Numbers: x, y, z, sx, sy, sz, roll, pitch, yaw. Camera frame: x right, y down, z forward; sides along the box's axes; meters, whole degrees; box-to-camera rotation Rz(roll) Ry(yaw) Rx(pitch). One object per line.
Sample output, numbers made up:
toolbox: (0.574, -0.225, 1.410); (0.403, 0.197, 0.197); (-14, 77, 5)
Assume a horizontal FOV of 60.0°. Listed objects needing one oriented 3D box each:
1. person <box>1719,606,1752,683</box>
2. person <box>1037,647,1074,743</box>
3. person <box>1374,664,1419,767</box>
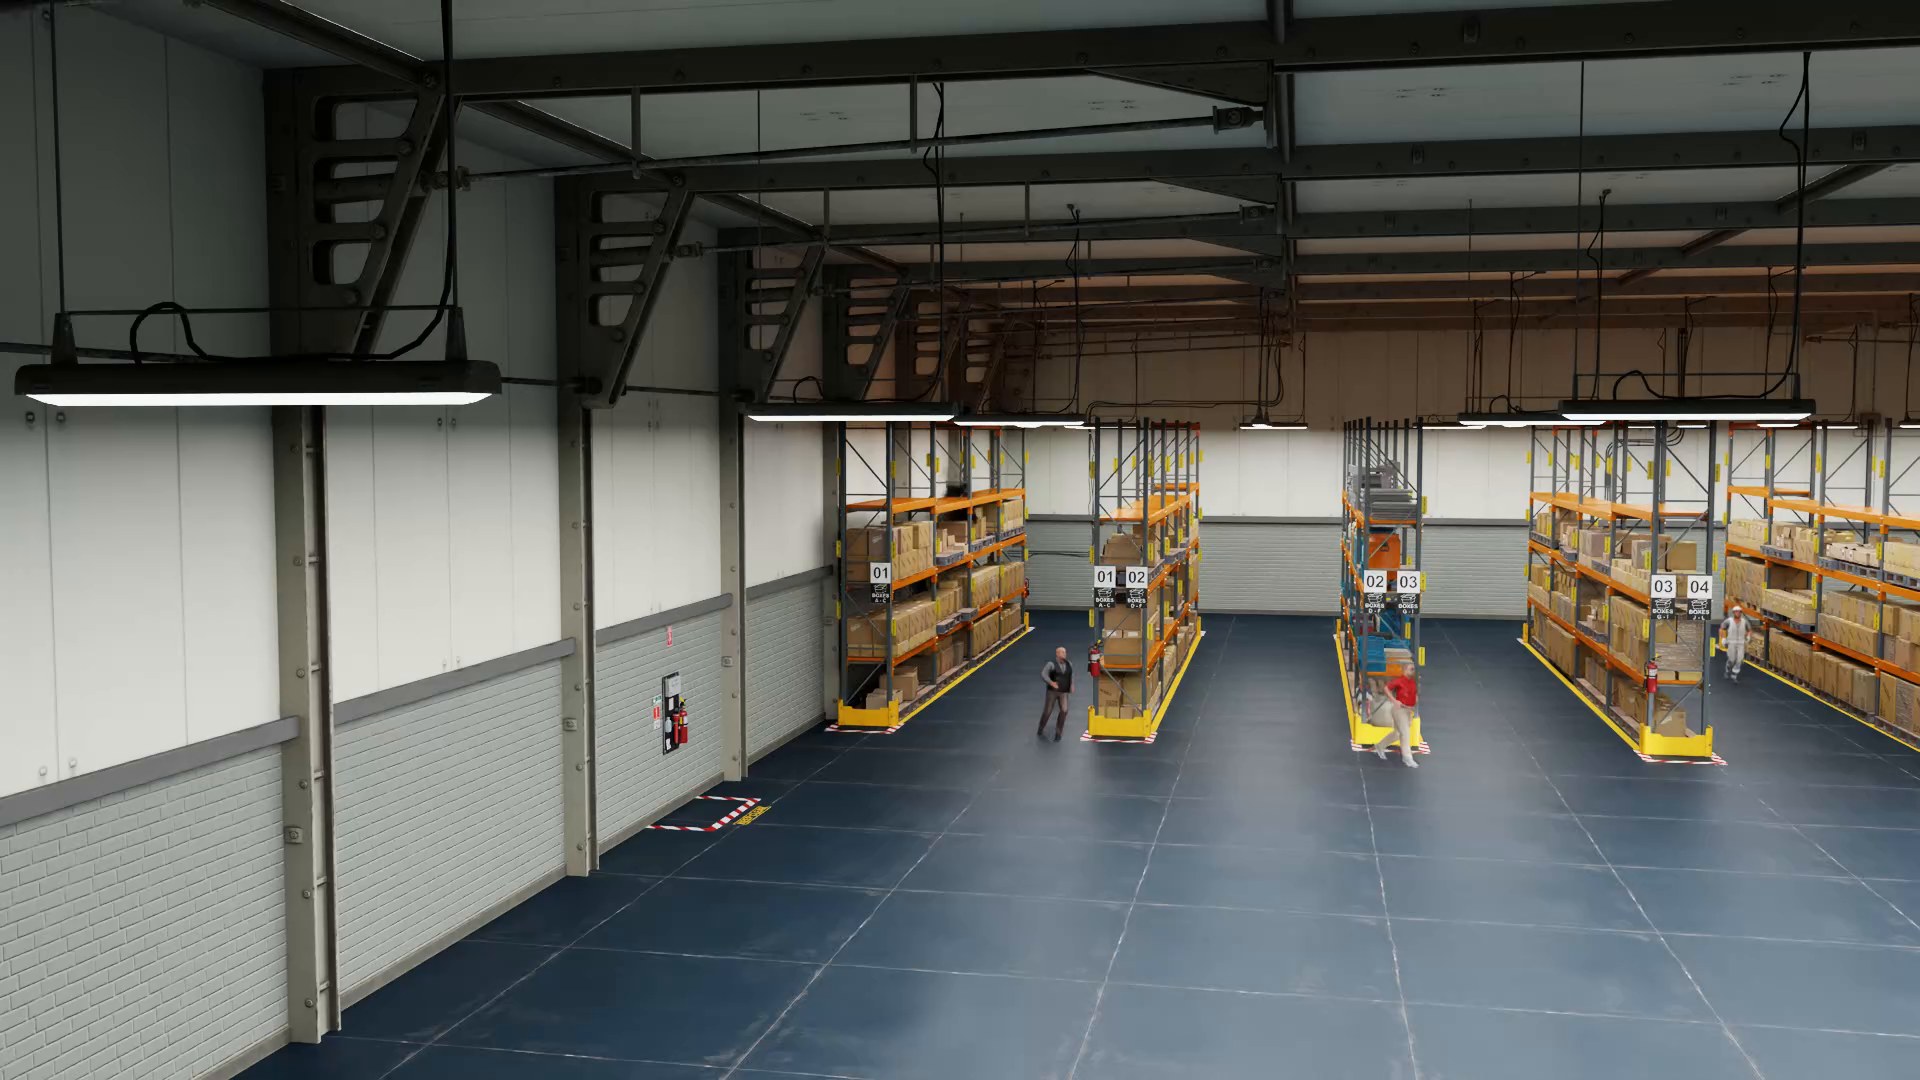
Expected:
person: (17.729, 2.385, 37.954); (0.669, 1.748, 0.584); (1, 4, 11)
person: (1.822, 2.872, 31.009); (0.698, 1.750, 0.752); (-1, 4, -15)
person: (7.680, 3.008, 28.846); (0.892, 1.744, 0.681); (4, 5, 44)
